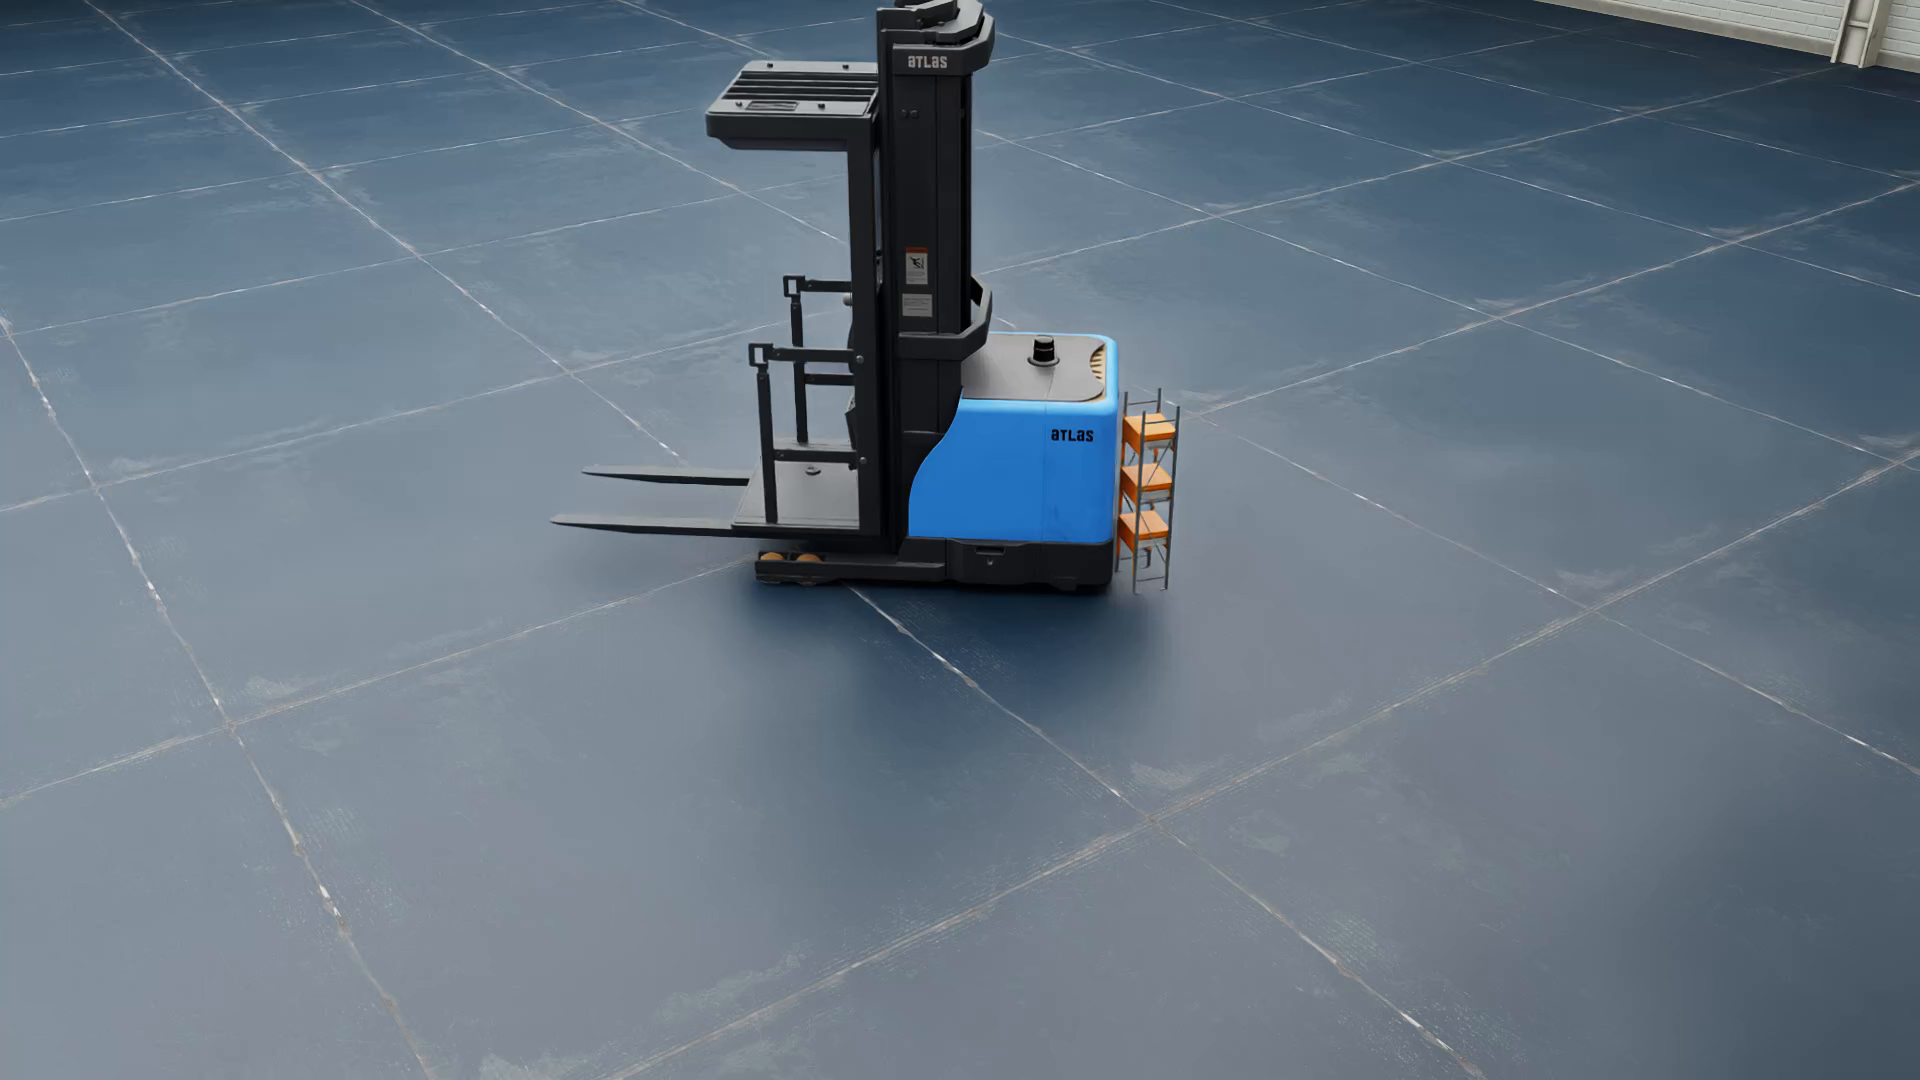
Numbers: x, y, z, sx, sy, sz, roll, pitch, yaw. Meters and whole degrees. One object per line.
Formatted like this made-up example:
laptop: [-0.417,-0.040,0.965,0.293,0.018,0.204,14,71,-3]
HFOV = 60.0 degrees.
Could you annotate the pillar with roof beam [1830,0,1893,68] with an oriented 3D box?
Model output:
pillar with roof beam: [7.019,-8.381,15.252,9.100,9.000,0.400,-19,34,-31]

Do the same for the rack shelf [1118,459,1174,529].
rack shelf: [0.965,-0.238,8.611,0.215,0.259,0.240,-8,29,-14]

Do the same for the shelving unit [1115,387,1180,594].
shelving unit: [0.965,-0.248,8.605,0.215,1.050,0.252,-8,29,-14]

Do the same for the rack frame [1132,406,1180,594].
rack frame: [0.999,-0.192,8.502,0.200,1.050,0.008,-8,29,-14]

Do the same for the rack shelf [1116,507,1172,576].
rack shelf: [0.965,0.006,8.743,0.215,0.259,0.240,-8,29,-14]

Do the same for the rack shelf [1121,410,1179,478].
rack shelf: [0.966,-0.488,8.475,0.215,0.259,0.240,-8,29,-14]

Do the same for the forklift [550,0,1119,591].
forklift: [-0.678,-1.293,8.560,3.031,2.935,1.130,2,29,4]

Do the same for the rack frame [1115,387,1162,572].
rack frame: [0.931,-0.304,8.708,0.200,1.050,0.008,-8,29,-14]
